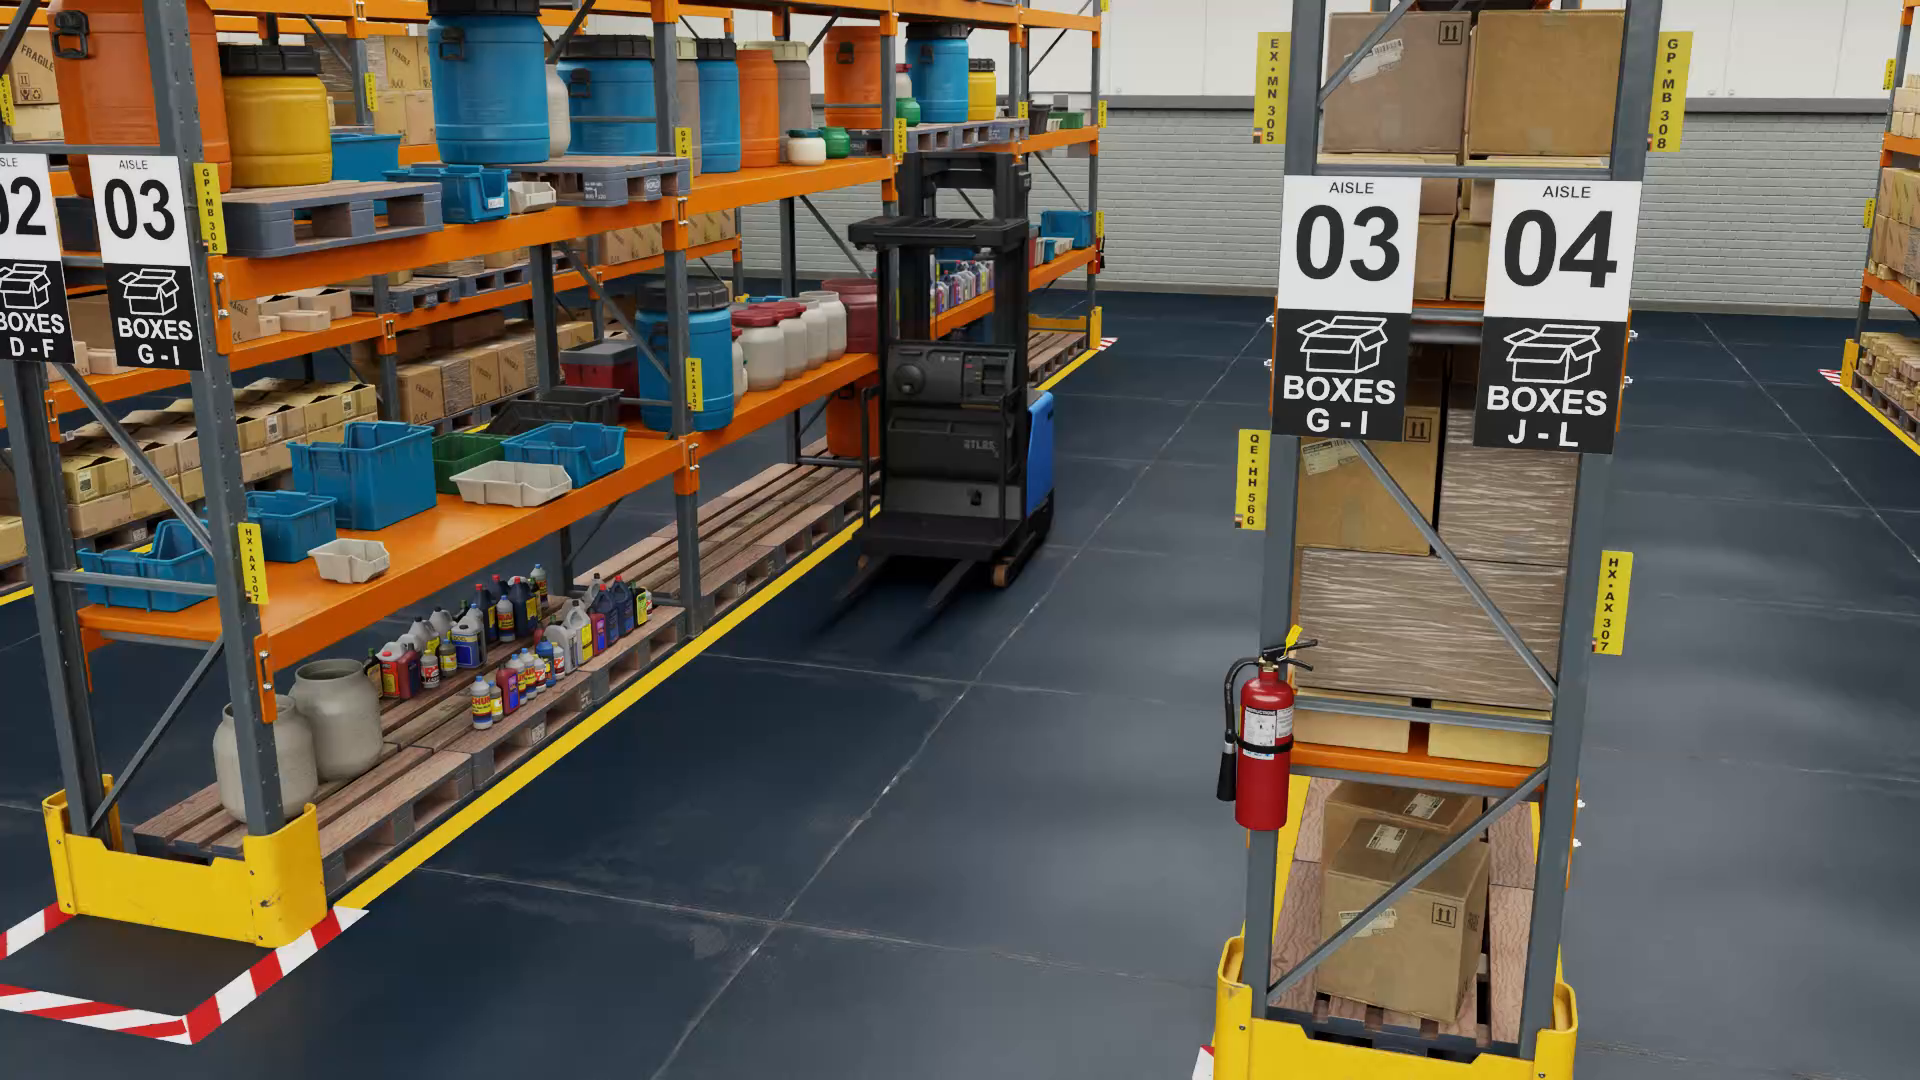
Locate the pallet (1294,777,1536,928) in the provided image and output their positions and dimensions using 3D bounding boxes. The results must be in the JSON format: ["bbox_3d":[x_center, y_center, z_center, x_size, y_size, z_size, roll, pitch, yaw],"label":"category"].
[{"bbox_3d":[2.096,1.360,7.648,1.003,0.211,1.213,5,16,16],"label":"pallet"}]

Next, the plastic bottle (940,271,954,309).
[{"bbox_3d":[-0.138,-2.380,15.812,0.144,0.351,0.185,5,16,16],"label":"plastic bottle"}]

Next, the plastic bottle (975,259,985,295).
[{"bbox_3d":[0.175,-2.668,16.828,0.144,0.351,0.185,5,16,16],"label":"plastic bottle"}]

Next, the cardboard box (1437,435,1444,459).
[{"bbox_3d":[2.007,-0.164,7.183,0.875,0.500,0.500,5,16,16],"label":"cardboard box"}]

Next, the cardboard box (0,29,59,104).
[{"bbox_3d":[-6.686,-3.341,11.747,0.500,0.500,0.500,5,17,17],"label":"cardboard box"}]

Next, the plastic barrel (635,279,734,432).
[{"bbox_3d":[-1.751,-1.183,10.585,0.600,0.901,0.708,5,16,16],"label":"plastic barrel"}]

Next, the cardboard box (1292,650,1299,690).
[{"bbox_3d":[1.437,0.462,6.165,0.380,0.149,0.250,5,16,16],"label":"cardboard box"}]

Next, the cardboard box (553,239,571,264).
[{"bbox_3d":[-4.730,-3.541,19.634,0.500,0.500,0.500,5,17,17],"label":"cardboard box"}]

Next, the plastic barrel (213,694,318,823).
[{"bbox_3d":[-3.174,0.999,7.600,0.421,0.512,0.421,0,16,0],"label":"plastic barrel"}]

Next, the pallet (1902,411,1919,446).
[{"bbox_3d":[9.755,-0.999,15.965,1.003,0.211,1.213,5,16,16],"label":"pallet"}]

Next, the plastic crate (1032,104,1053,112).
[{"bbox_3d":[0.882,-5.305,20.778,0.497,0.269,0.590,5,16,16],"label":"plastic crate"}]

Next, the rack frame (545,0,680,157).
[{"bbox_3d":[-2.151,-3.750,9.561,1.000,3.000,0.127,5,16,16],"label":"rack frame"}]

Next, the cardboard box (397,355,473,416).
[{"bbox_3d":[-5.216,-1.539,16.534,0.500,0.500,0.500,4,16,14],"label":"cardboard box"}]

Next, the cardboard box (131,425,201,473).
[{"bbox_3d":[-6.250,-0.753,13.230,0.500,0.311,0.500,4,16,14],"label":"cardboard box"}]

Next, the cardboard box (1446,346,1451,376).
[{"bbox_3d":[2.958,-1.168,9.581,1.000,1.000,1.000,5,17,16],"label":"cardboard box"}]

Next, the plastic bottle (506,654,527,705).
[{"bbox_3d":[-2.376,0.743,8.906,0.097,0.271,0.097,0,16,0],"label":"plastic bottle"}]

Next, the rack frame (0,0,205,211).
[{"bbox_3d":[-3.288,-2.704,5.872,1.000,3.000,0.127,5,16,16],"label":"rack frame"}]

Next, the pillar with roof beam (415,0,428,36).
[{"bbox_3d":[-4.174,-8.098,24.888,9.100,9.000,0.400,5,16,16],"label":"pillar with roof beam"}]

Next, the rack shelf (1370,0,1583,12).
[{"bbox_3d":[3.166,-3.351,10.204,1.077,0.370,4.000,5,16,16],"label":"rack shelf"}]

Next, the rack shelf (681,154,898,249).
[{"bbox_3d":[-1.583,-2.485,11.913,1.077,0.370,4.000,5,16,16],"label":"rack shelf"}]

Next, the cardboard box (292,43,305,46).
[{"bbox_3d":[-8.629,-6.137,21.419,0.500,0.500,0.500,5,17,16],"label":"cardboard box"}]

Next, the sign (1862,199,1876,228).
[{"bbox_3d":[10.214,-3.667,18.675,0.100,0.325,0.005,5,16,16],"label":"sign"}]

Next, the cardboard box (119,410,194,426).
[{"bbox_3d":[-6.627,-0.925,13.834,0.500,0.311,0.500,4,16,15],"label":"cardboard box"}]

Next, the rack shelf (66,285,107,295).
[{"bbox_3d":[-9.945,-2.856,18.721,1.077,0.370,4.000,5,16,16],"label":"rack shelf"}]

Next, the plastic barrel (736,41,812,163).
[{"bbox_3d":[-1.456,-3.397,12.893,0.600,0.901,0.600,0,16,0],"label":"plastic barrel"}]

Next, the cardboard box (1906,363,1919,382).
[{"bbox_3d":[9.685,-1.668,16.576,0.380,0.149,0.250,4,16,13],"label":"cardboard box"}]

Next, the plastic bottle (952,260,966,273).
[{"bbox_3d":[-0.016,-2.631,16.697,0.144,0.351,0.185,5,16,16],"label":"plastic bottle"}]

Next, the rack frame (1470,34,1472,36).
[{"bbox_3d":[6.008,-6.506,19.276,1.000,3.000,0.127,5,16,16],"label":"rack frame"}]

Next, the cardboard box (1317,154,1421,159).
[{"bbox_3d":[1.448,-1.300,5.963,0.380,0.149,0.250,5,17,16],"label":"cardboard box"}]

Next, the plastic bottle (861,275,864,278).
[{"bbox_3d":[-0.899,-2.363,15.755,0.144,0.351,0.185,5,16,16],"label":"plastic bottle"}]

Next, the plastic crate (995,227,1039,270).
[{"bbox_3d":[0.616,-3.231,18.497,0.402,0.464,0.583,5,16,16],"label":"plastic crate"}]

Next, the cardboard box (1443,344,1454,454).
[{"bbox_3d":[2.304,-0.621,6.962,0.500,0.500,0.500,5,16,16],"label":"cardboard box"}]

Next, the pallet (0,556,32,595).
[{"bbox_3d":[-7.165,0.297,11.396,1.003,0.211,1.213,5,16,16],"label":"pallet"}]

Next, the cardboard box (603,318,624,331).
[{"bbox_3d":[-4.523,-2.628,20.718,0.500,0.311,0.500,5,16,16],"label":"cardboard box"}]

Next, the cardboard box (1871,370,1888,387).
[{"bbox_3d":[10.041,-1.728,17.880,0.380,0.149,0.250,5,17,17],"label":"cardboard box"}]

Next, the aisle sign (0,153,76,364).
[{"bbox_3d":[-3.593,-1.073,6.350,0.394,0.787,0.004,5,16,16],"label":"aisle sign"}]

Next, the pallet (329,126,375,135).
[{"bbox_3d":[-5.870,-3.464,14.393,1.213,0.211,1.003,5,17,18],"label":"pallet"}]

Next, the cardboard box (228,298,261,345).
[{"bbox_3d":[-6.224,-1.904,13.861,0.500,0.500,0.500,4,16,13],"label":"cardboard box"}]

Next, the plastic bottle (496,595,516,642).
[{"bbox_3d":[-2.704,0.463,9.894,0.097,0.271,0.097,0,16,0],"label":"plastic bottle"}]

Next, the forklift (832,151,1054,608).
[{"bbox_3d":[-0.119,-1.192,11.662,1.130,2.935,3.031,4,16,14],"label":"forklift"}]

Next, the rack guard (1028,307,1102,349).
[{"bbox_3d":[1.253,-2.809,21.815,1.175,0.500,0.348,5,16,16],"label":"rack guard"}]

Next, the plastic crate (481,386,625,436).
[{"bbox_3d":[-2.422,-0.707,9.940,0.767,0.338,0.504,5,16,16],"label":"plastic crate"}]

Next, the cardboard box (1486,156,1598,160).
[{"bbox_3d":[2.100,-1.316,6.018,0.380,0.149,0.250,5,16,16],"label":"cardboard box"}]

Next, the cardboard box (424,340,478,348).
[{"bbox_3d":[-5.431,-1.841,17.598,0.500,0.500,0.500,4,16,14],"label":"cardboard box"}]

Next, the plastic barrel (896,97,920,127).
[{"bbox_3d":[-0.493,-3.741,14.538,0.294,0.245,0.294,0,16,0],"label":"plastic barrel"}]

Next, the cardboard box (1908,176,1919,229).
[{"bbox_3d":[9.905,-3.384,16.701,0.500,0.500,0.500,4,16,14],"label":"cardboard box"}]

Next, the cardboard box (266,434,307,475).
[{"bbox_3d":[-5.967,-0.752,14.253,0.500,0.250,0.500,5,17,17],"label":"cardboard box"}]

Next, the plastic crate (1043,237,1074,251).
[{"bbox_3d":[1.201,-3.678,20.674,0.396,0.136,0.243,5,16,16],"label":"plastic crate"}]

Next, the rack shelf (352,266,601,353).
[{"bbox_3d":[-5.194,-2.473,17.370,1.077,0.370,4.000,5,16,16],"label":"rack shelf"}]

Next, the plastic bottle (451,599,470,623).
[{"bbox_3d":[-2.919,0.499,9.744,0.061,0.283,0.133,5,17,18],"label":"plastic bottle"}]

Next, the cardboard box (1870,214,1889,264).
[{"bbox_3d":[10.342,-3.304,18.252,0.500,0.500,0.500,5,17,19],"label":"cardboard box"}]

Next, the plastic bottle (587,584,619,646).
[{"bbox_3d":[-2.112,0.439,9.831,0.144,0.351,0.185,4,16,13],"label":"plastic bottle"}]

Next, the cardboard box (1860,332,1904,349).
[{"bbox_3d":[10.260,-2.215,18.505,0.380,0.149,0.250,4,16,13],"label":"cardboard box"}]

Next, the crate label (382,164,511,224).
[{"bbox_3d":[-2.439,-1.653,7.937,0.502,0.251,0.408,5,16,16],"label":"crate label"}]

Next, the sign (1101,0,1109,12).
[{"bbox_3d":[1.791,-6.696,20.538,0.100,0.325,0.005,5,16,16],"label":"sign"}]
